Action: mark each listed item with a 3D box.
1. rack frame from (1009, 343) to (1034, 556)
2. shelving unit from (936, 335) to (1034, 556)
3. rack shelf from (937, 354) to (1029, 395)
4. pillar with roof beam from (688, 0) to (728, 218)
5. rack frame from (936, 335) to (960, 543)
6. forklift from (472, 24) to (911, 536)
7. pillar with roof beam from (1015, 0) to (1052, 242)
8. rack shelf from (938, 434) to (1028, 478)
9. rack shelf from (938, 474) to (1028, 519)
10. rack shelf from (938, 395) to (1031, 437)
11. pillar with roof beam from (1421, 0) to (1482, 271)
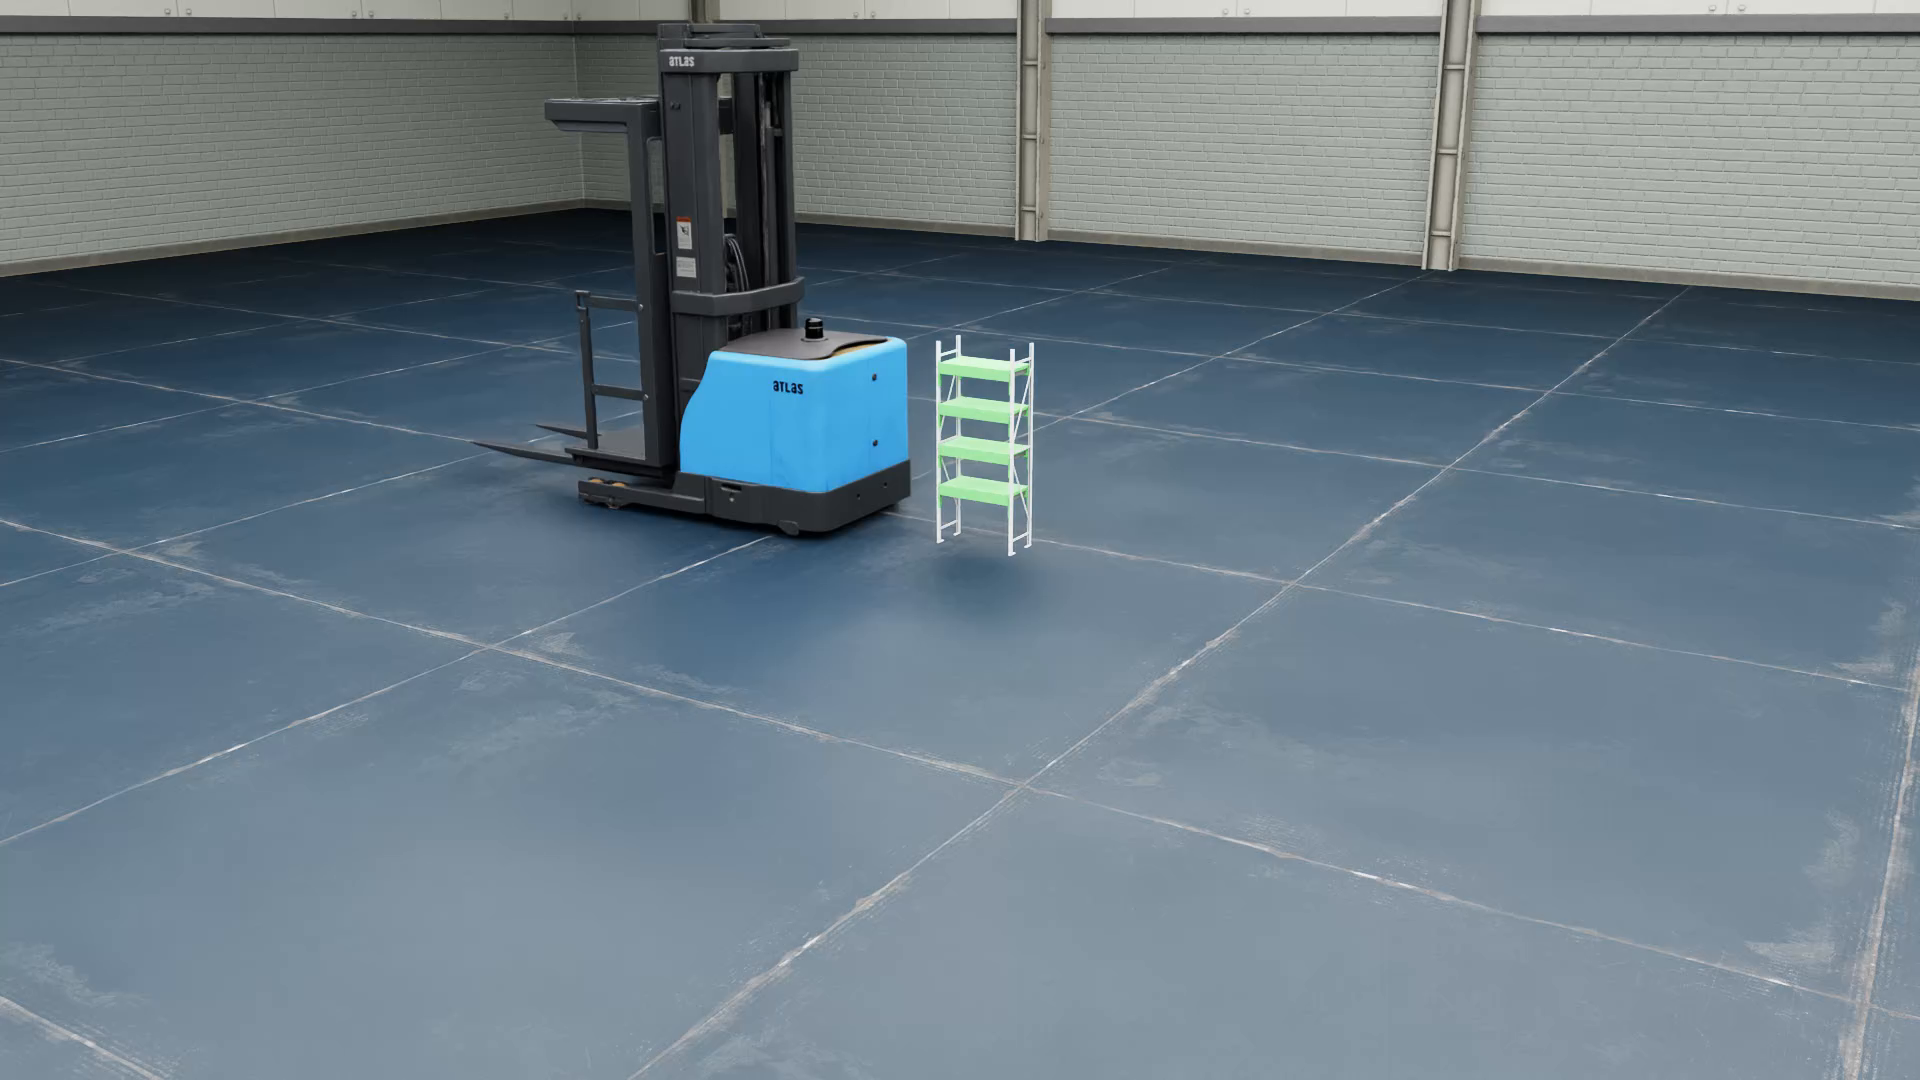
[{"bbox_3d":[0.349,-0.512,9.502,0.015,1.200,0.240,10,20,30],"label":"rack frame"},{"bbox_3d":[0.141,-0.549,9.624,0.503,1.200,0.258,10,20,30],"label":"shelving unit"},{"bbox_3d":[0.141,-0.947,9.503,0.480,0.148,0.258,10,20,30],"label":"rack shelf"},{"bbox_3d":[-6.316,-8.547,22.537,0.400,9.000,9.100,10,20,30],"label":"pillar with roof beam"},{"bbox_3d":[-0.067,-0.586,9.746,0.015,1.200,0.240,10,20,30],"label":"rack frame"},{"bbox_3d":[-1.848,-1.720,10.501,3.031,2.935,1.130,10,19,29],"label":"forklift"},{"bbox_3d":[-1.203,-7.635,19.532,0.400,9.000,9.100,10,20,30],"label":"pillar with roof beam"},{"bbox_3d":[0.141,-0.488,9.642,0.480,0.148,0.258,10,20,30],"label":"rack shelf"},{"bbox_3d":[0.141,-0.258,9.712,0.480,0.148,0.258,10,20,30],"label":"rack shelf"},{"bbox_3d":[0.141,-0.717,9.573,0.480,0.148,0.258,10,20,30],"label":"rack shelf"},{"bbox_3d":[3.909,-6.722,16.528,0.400,9.000,9.100,10,20,30],"label":"pillar with roof beam"}]
